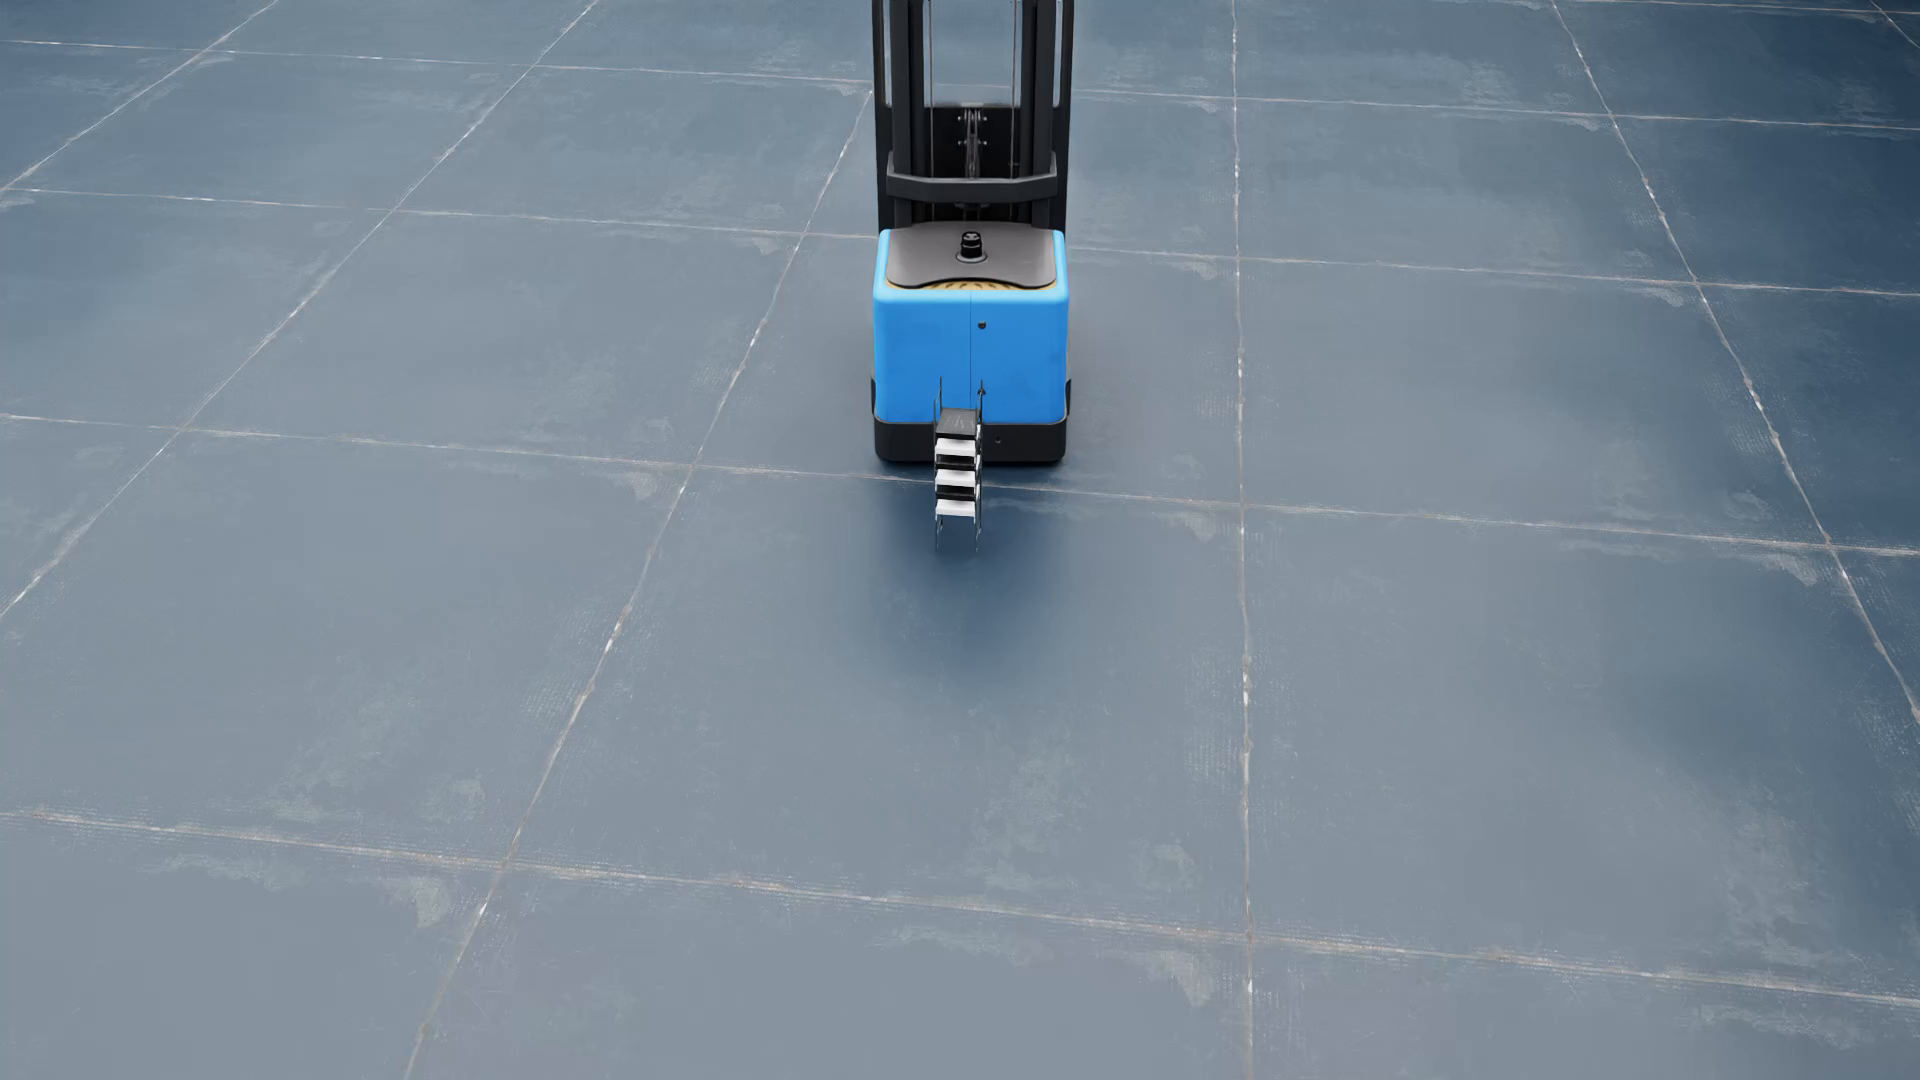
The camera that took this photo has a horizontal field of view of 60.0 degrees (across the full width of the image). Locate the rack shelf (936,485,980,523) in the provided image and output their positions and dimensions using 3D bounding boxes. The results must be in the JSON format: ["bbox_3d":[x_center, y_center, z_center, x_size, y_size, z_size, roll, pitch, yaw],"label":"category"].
[{"bbox_3d":[-0.008,-0.193,8.470,0.200,0.077,0.258,4,36,6],"label":"rack shelf"}]

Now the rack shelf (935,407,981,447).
[{"bbox_3d":[-0.008,-0.560,8.209,0.200,0.077,0.258,4,36,6],"label":"rack shelf"}]

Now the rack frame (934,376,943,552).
[{"bbox_3d":[-0.109,-0.374,8.357,0.006,0.900,0.240,4,36,6],"label":"rack frame"}]

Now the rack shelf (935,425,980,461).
[{"bbox_3d":[-0.008,-0.486,8.261,0.200,0.077,0.258,4,36,6],"label":"rack shelf"}]

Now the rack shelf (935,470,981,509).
[{"bbox_3d":[-0.008,-0.267,8.418,0.200,0.077,0.258,4,36,6],"label":"rack shelf"}]

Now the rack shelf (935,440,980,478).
[{"bbox_3d":[-0.008,-0.413,8.314,0.200,0.077,0.258,4,36,6],"label":"rack shelf"}]

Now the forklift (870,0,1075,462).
[{"bbox_3d":[0.072,-2.445,9.509,1.130,2.935,3.031,0,36,0],"label":"forklift"}]

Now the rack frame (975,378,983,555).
[{"bbox_3d":[0.093,-0.359,8.336,0.006,0.900,0.240,4,36,6],"label":"rack frame"}]

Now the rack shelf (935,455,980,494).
[{"bbox_3d":[-0.008,-0.340,8.366,0.200,0.077,0.258,4,36,6],"label":"rack shelf"}]

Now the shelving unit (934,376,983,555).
[{"bbox_3d":[-0.008,-0.367,8.346,0.210,0.900,0.258,4,36,6],"label":"shelving unit"}]
